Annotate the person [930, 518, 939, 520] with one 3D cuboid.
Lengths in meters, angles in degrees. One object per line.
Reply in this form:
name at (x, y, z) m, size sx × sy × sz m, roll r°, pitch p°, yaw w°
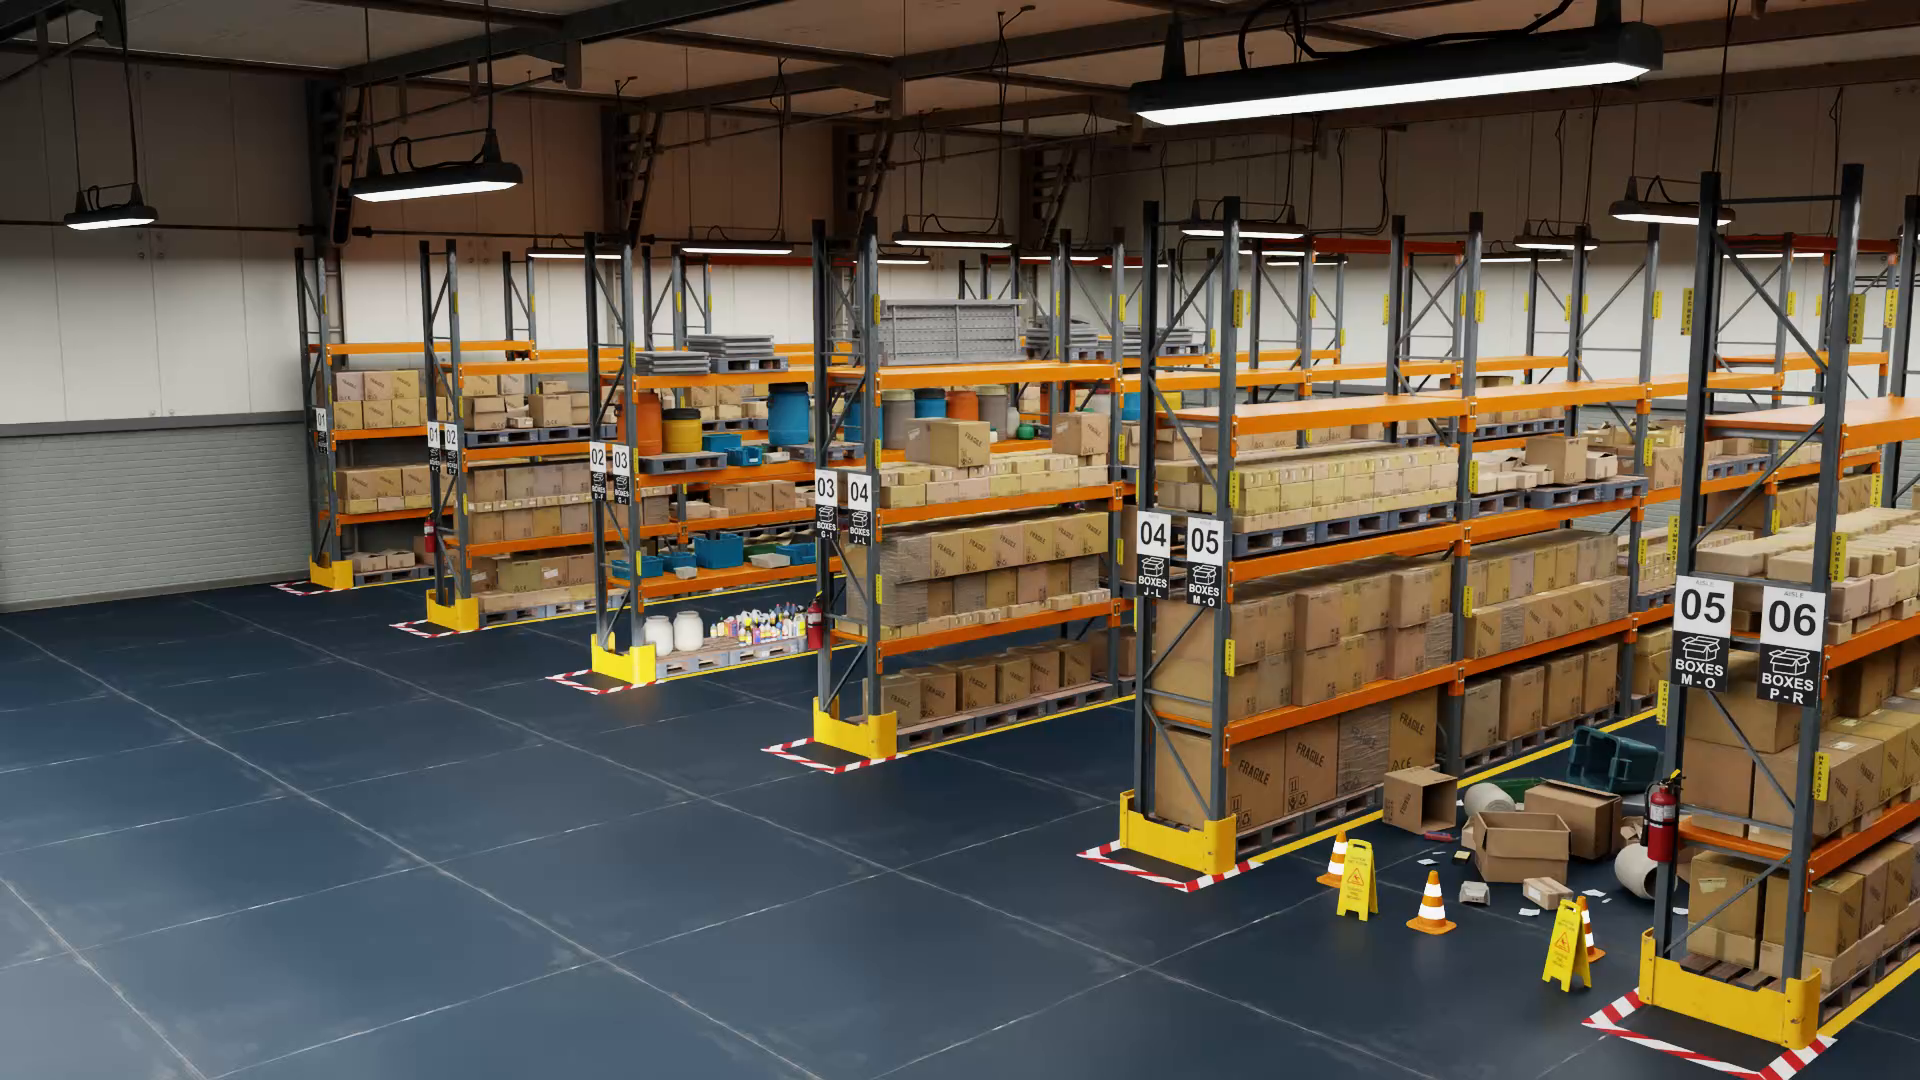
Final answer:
person at (-0.424, 0.570, 23.351) m, size 0.615 × 1.797 × 0.600 m, roll 4°, pitch 9°, yaw 26°
